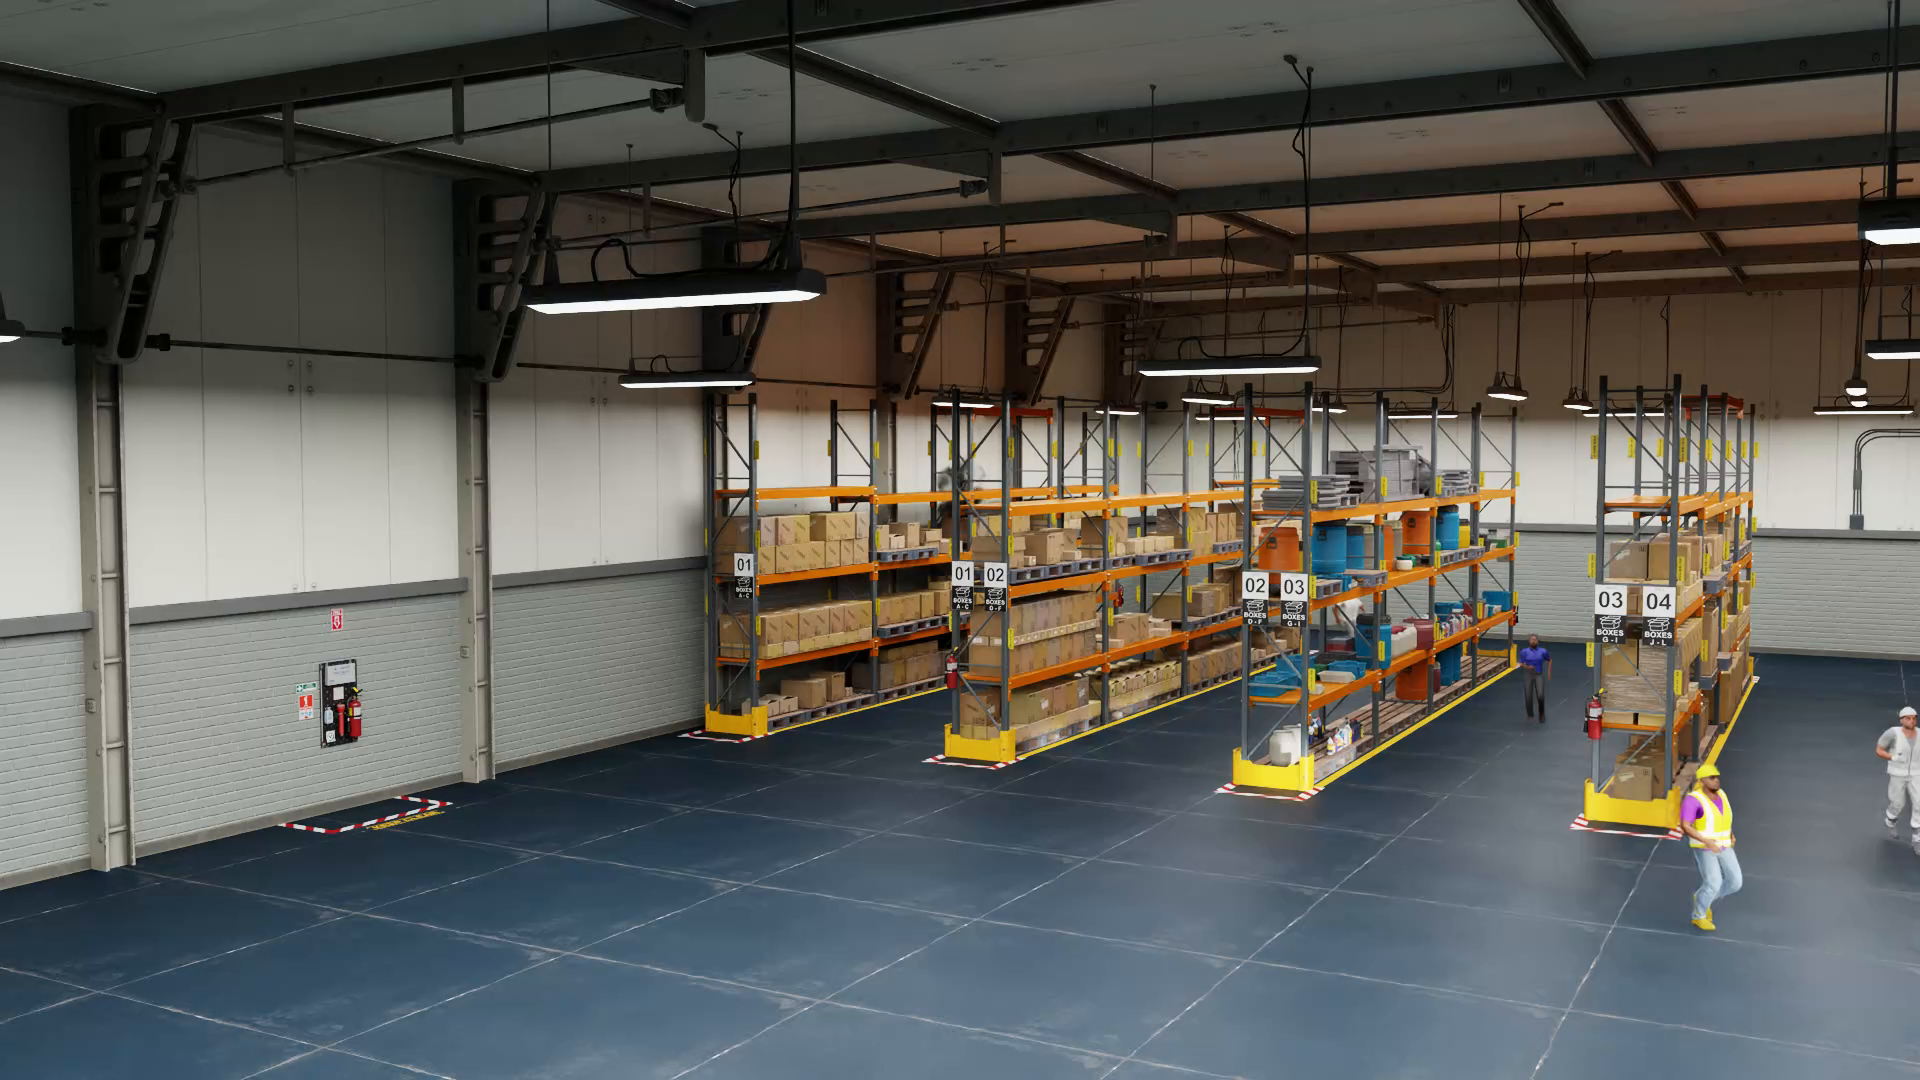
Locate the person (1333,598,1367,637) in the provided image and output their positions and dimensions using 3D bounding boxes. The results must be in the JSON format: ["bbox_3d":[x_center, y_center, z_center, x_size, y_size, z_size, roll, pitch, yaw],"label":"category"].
[{"bbox_3d":[9.536,1.954,40.680,0.831,1.719,0.585,-1,3,-18],"label":"person"}]

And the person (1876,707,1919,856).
[{"bbox_3d":[11.867,2.980,20.876,0.688,1.799,0.929,1,3,12],"label":"person"}]

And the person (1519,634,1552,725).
[{"bbox_3d":[10.487,2.552,30.313,0.566,1.630,0.665,1,3,19],"label":"person"}]

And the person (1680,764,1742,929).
[{"bbox_3d":[7.865,3.202,17.353,0.709,1.723,0.513,-1,3,-24],"label":"person"}]
